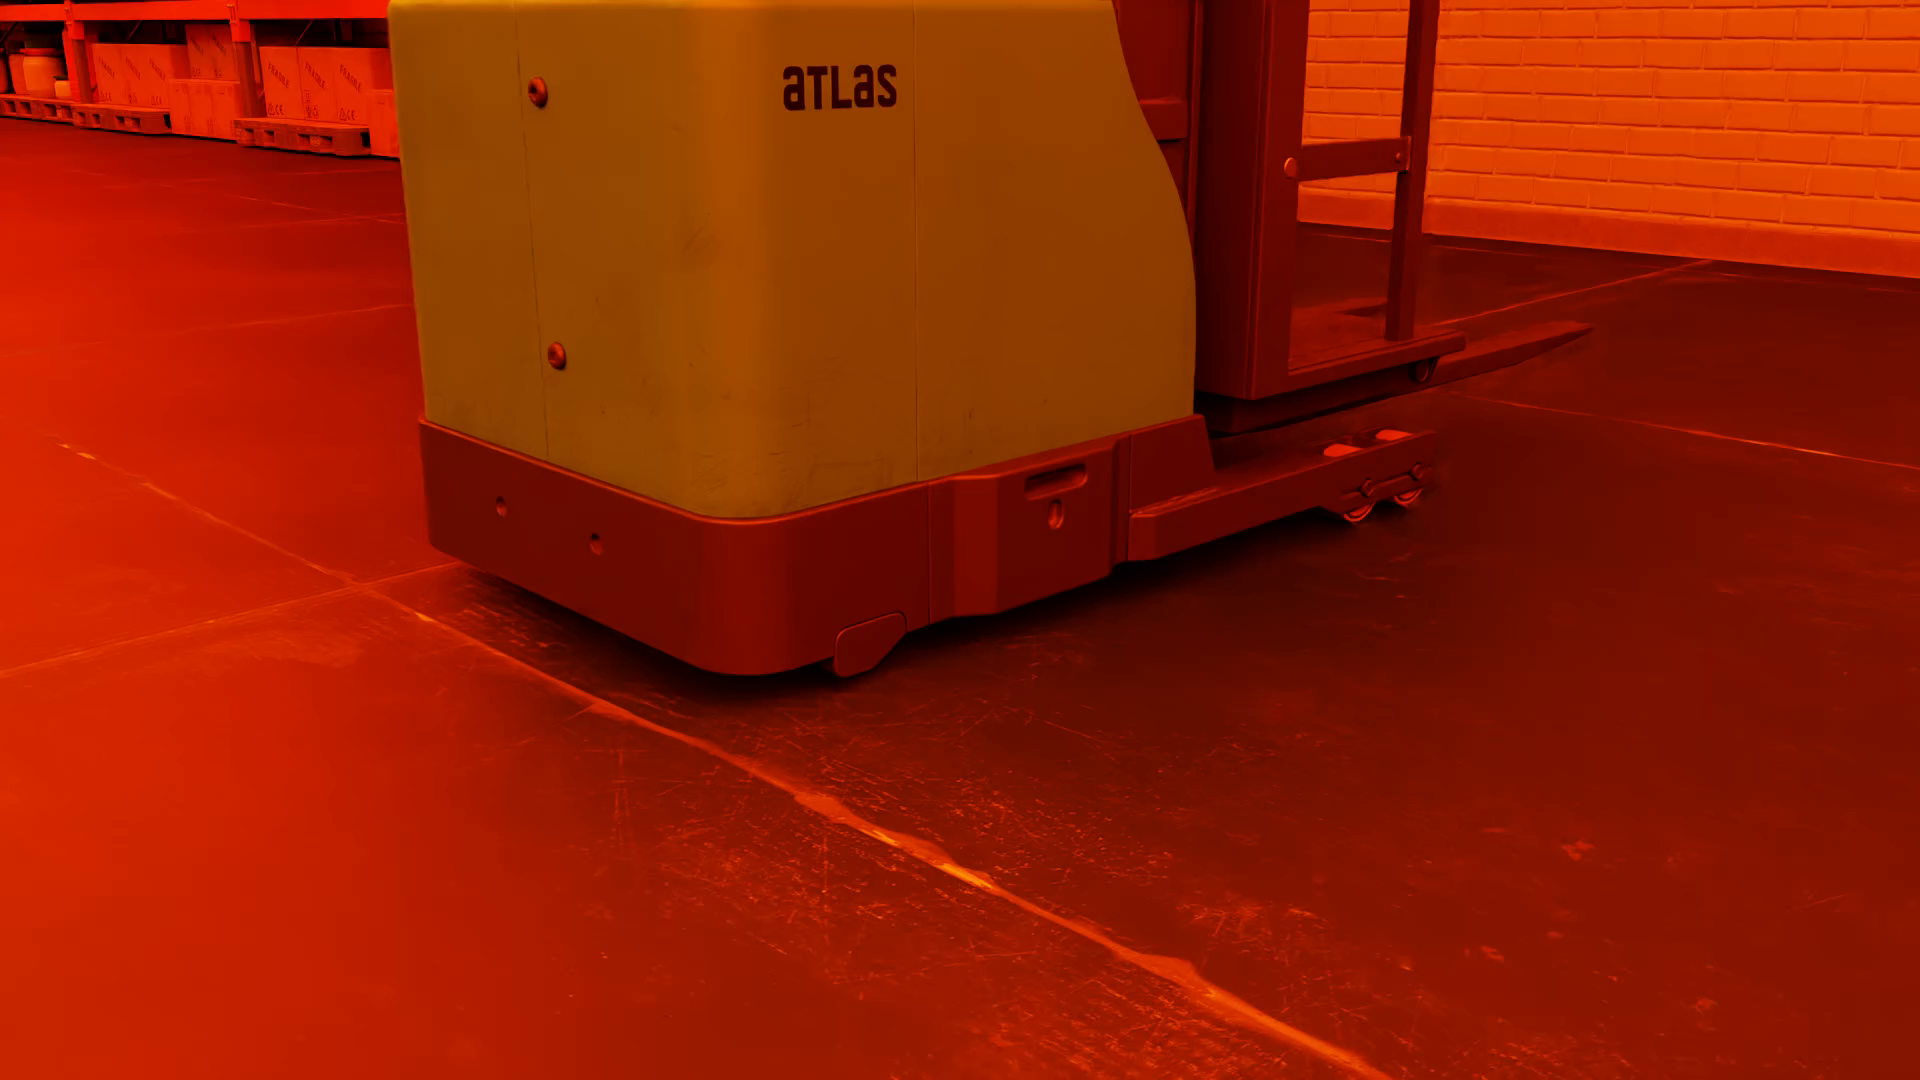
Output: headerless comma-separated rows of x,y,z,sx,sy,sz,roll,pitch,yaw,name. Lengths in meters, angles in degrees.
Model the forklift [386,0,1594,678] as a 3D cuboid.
0.406,-1.535,3.399,3.031,2.935,1.130,-16,23,-41,forklift
